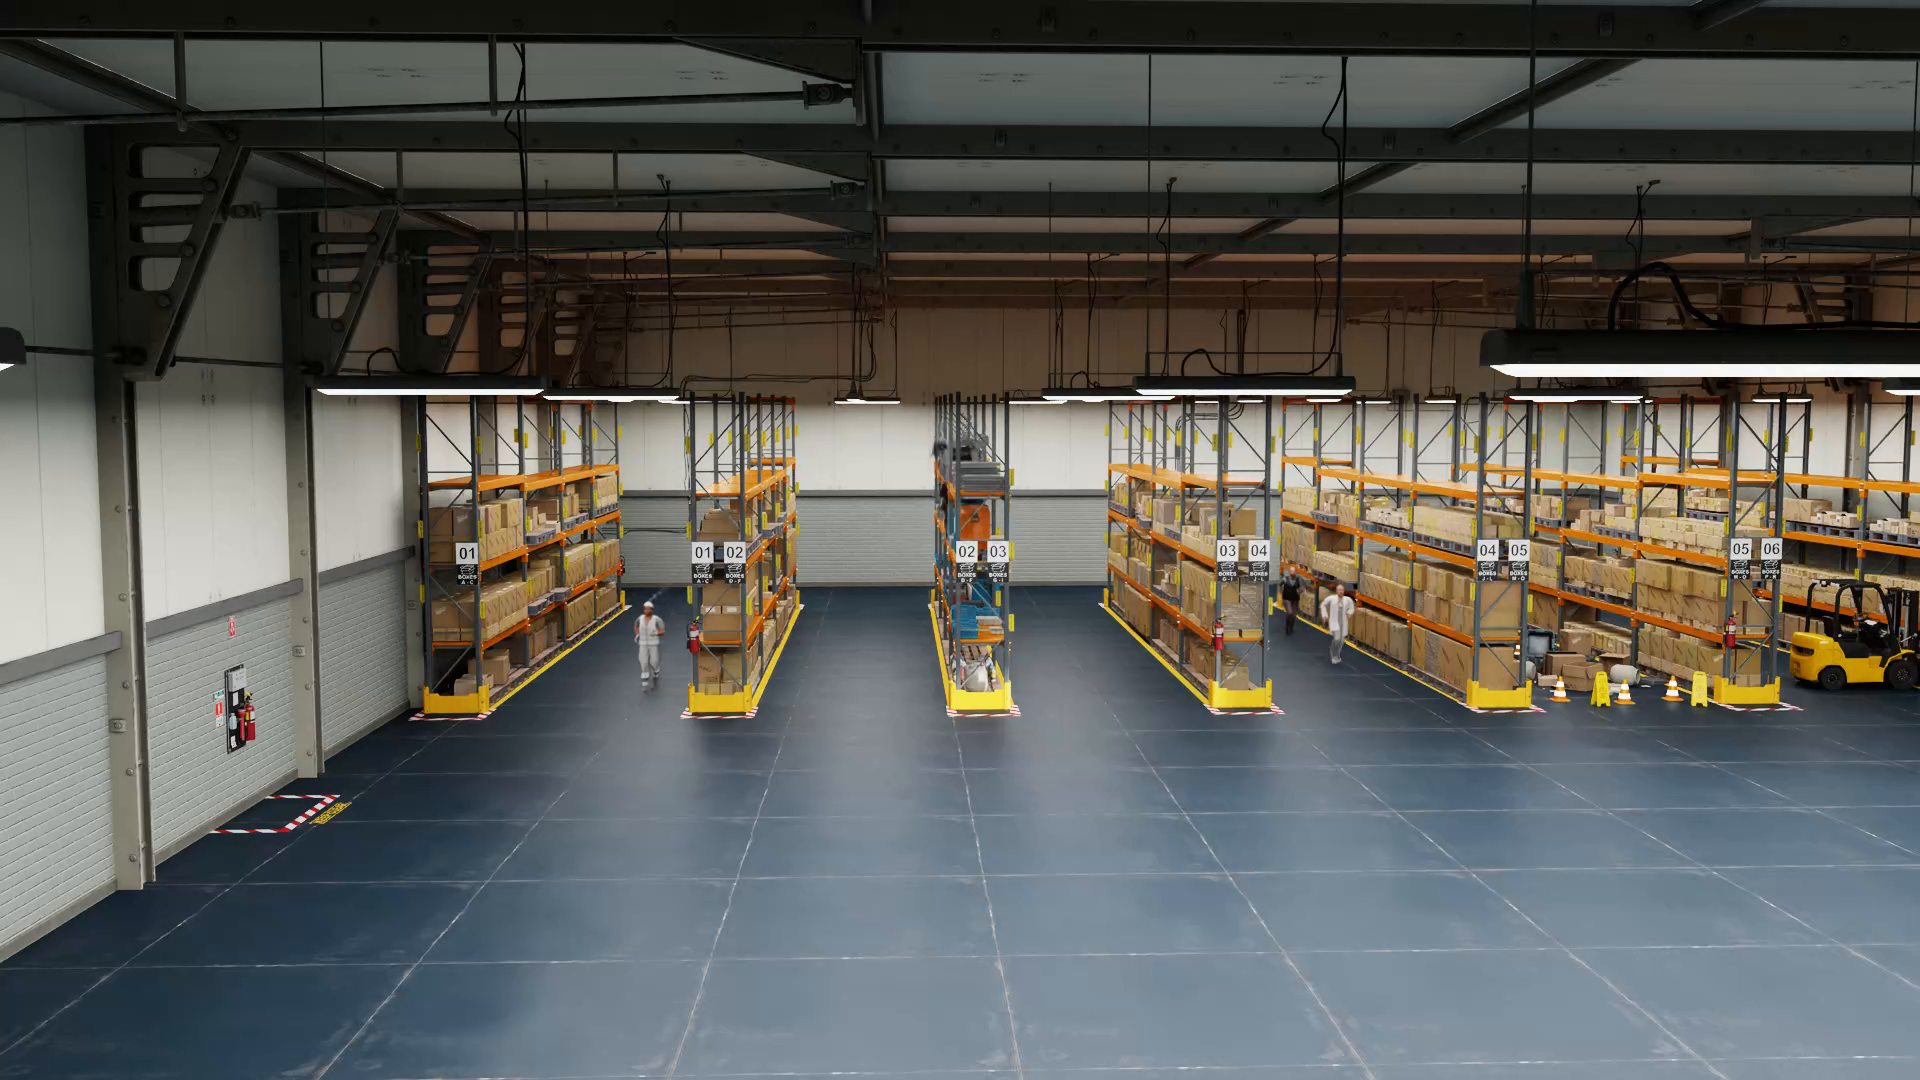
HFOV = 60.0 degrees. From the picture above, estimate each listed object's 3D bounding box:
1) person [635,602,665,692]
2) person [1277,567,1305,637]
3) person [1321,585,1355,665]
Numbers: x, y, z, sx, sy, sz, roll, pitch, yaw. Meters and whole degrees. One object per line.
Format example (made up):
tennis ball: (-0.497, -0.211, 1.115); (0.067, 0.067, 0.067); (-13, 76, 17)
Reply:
person: (-6.254, 2.124, 33.401); (0.654, 1.762, 0.938); (0, 5, 1)
person: (8.282, 1.583, 41.558); (0.621, 1.669, 0.811); (0, 5, -5)
person: (8.410, 1.887, 36.924); (0.672, 1.788, 0.852); (0, 5, -4)
